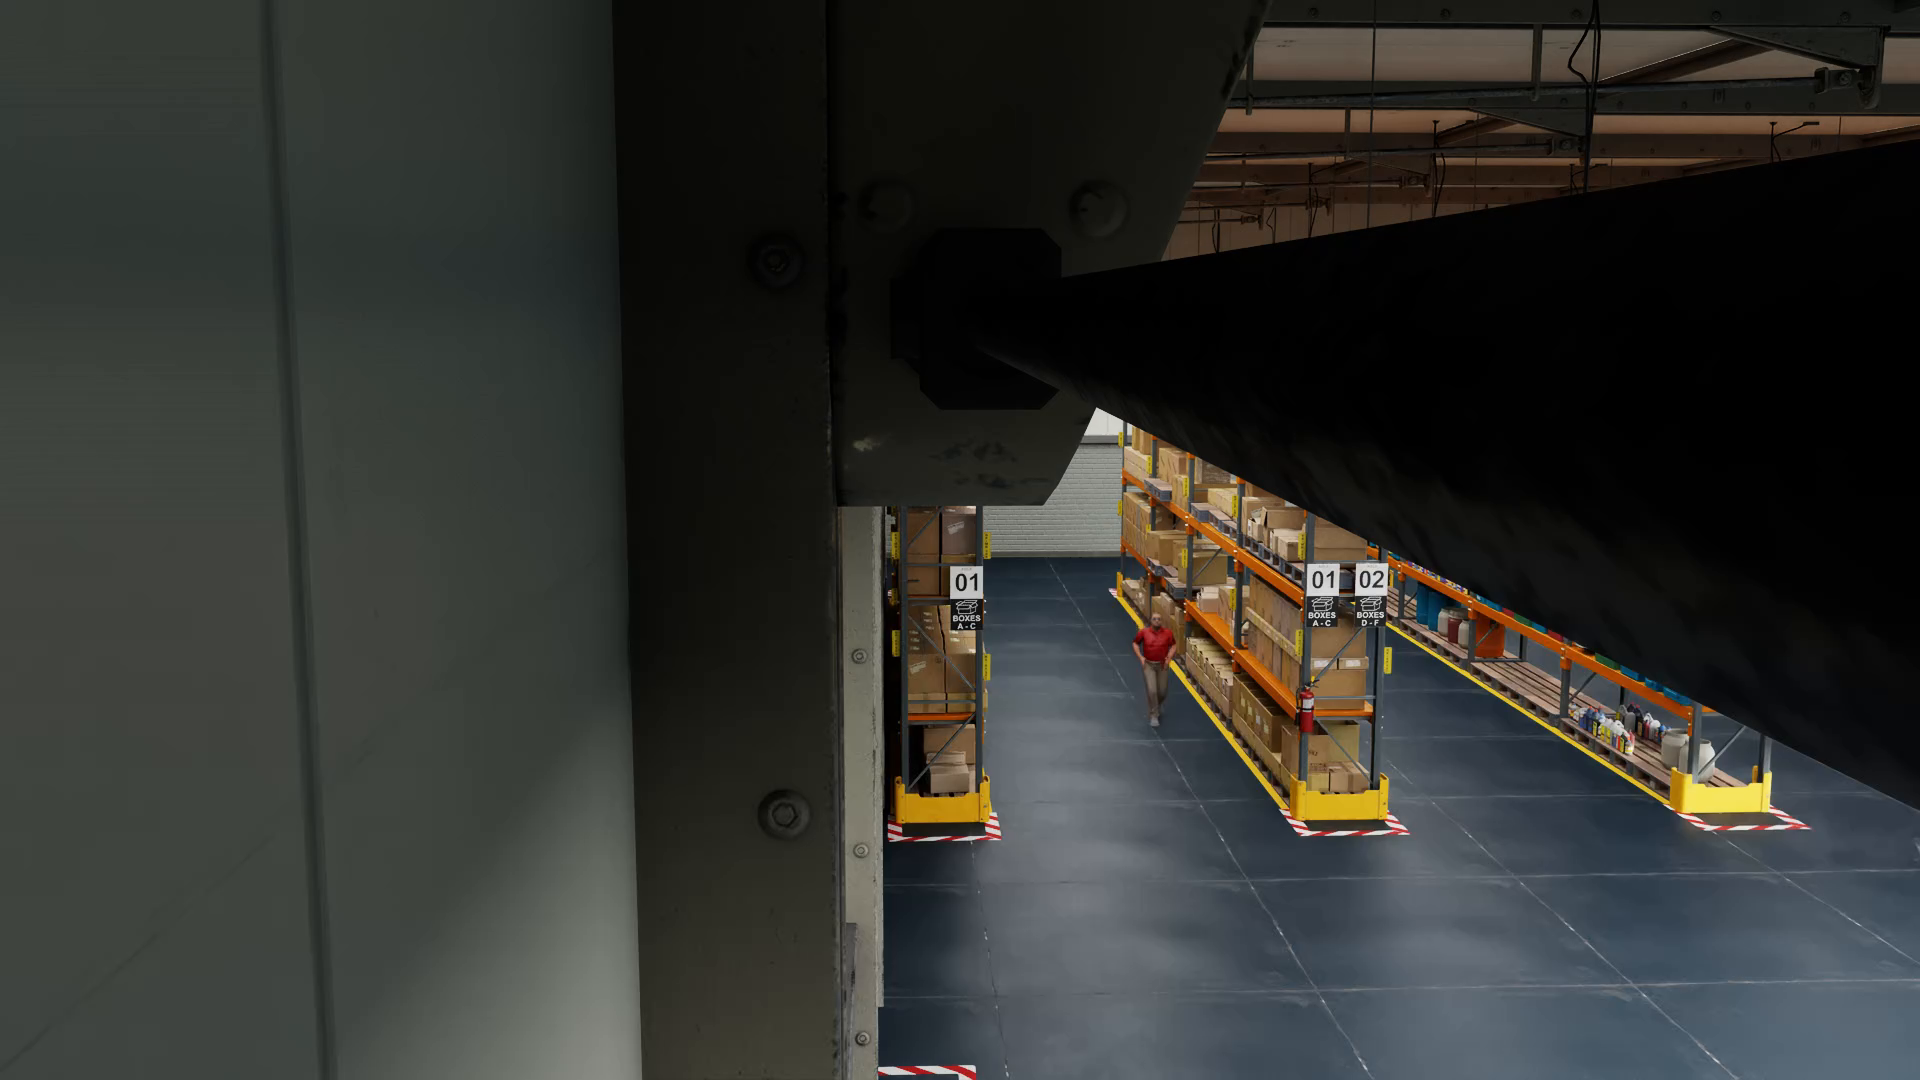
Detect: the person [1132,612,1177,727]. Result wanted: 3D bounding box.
[{"bbox_3d":[2.969,1.943,25.366,0.674,1.710,0.675,0,8,0],"label":"person"}]
